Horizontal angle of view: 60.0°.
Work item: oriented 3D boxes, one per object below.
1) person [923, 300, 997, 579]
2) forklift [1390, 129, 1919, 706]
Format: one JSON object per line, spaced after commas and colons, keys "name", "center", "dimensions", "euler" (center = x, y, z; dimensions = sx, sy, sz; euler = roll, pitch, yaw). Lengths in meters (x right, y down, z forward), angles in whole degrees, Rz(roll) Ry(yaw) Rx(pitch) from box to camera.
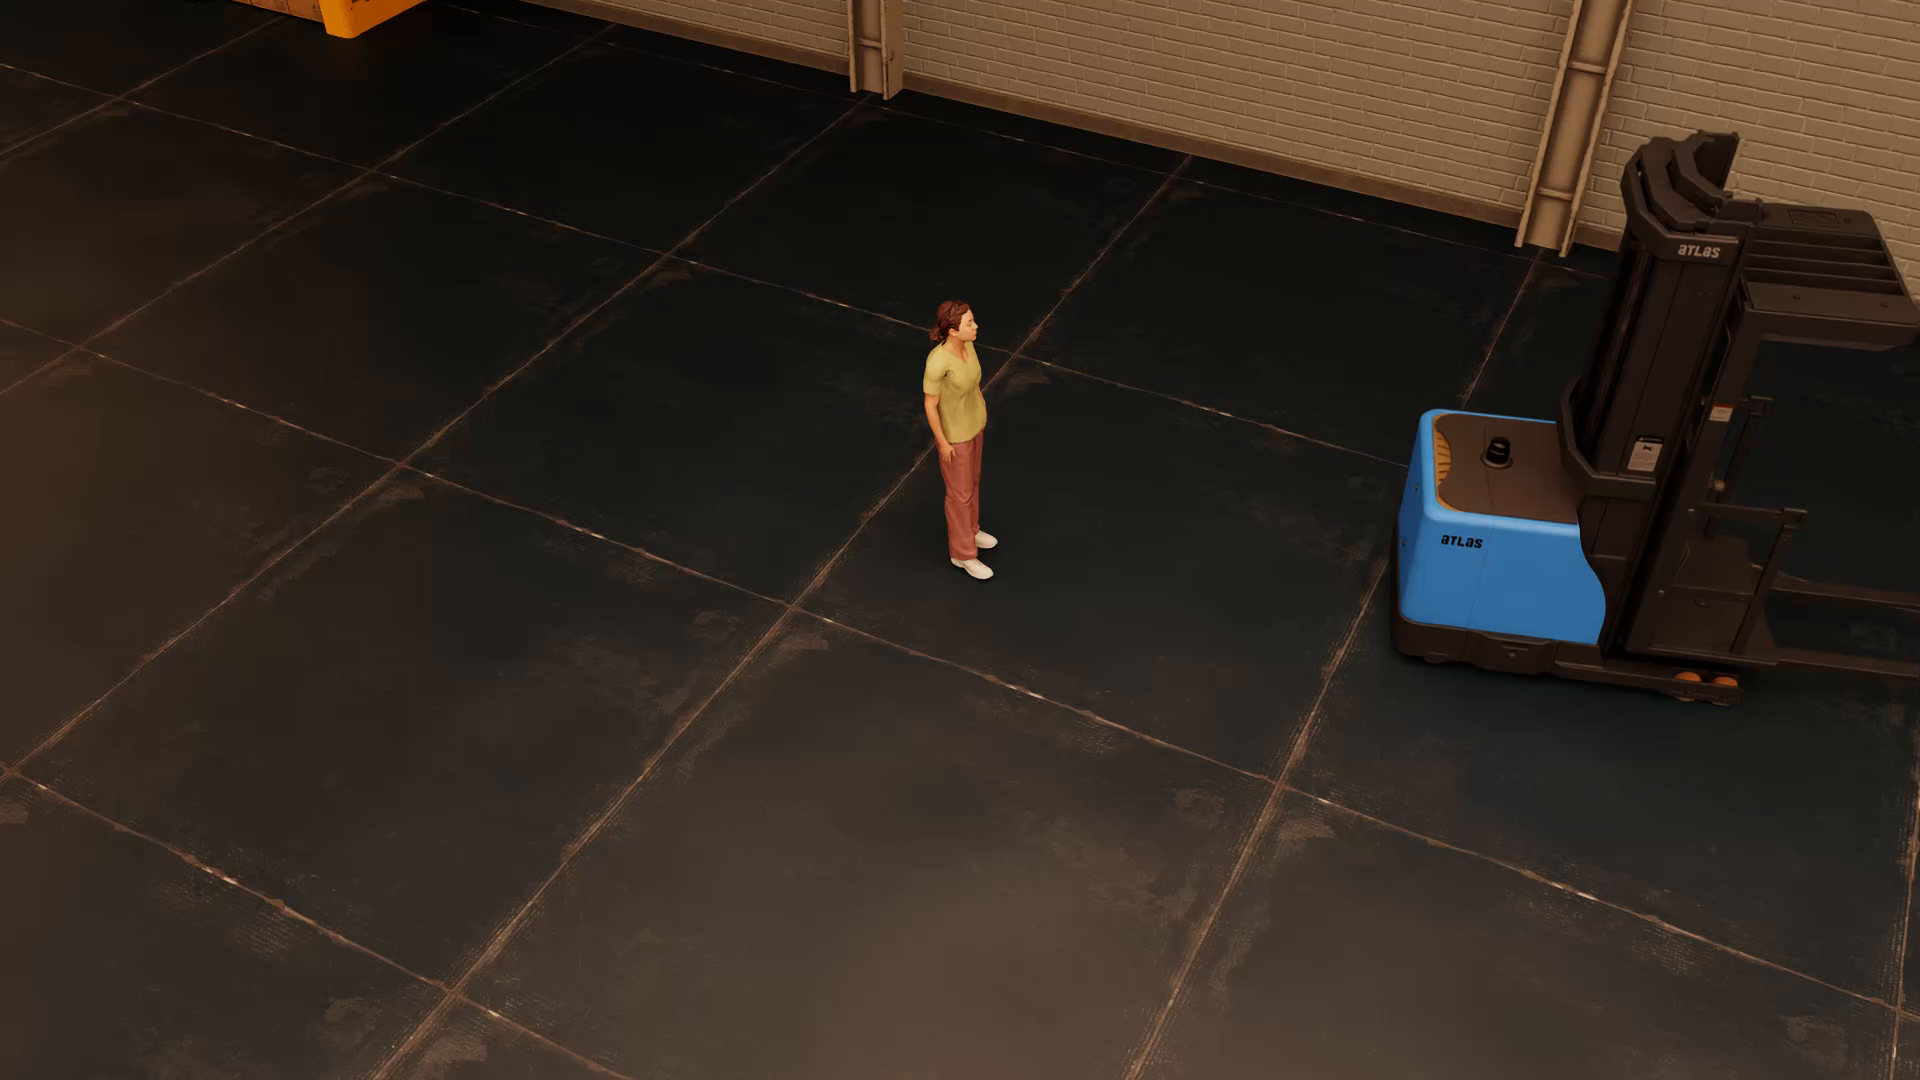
{"name": "person", "center": [0.060, -0.618, 9.683], "dimensions": [0.549, 1.675, 0.553], "euler": [18, 43, 21]}
{"name": "forklift", "center": [4.021, -0.579, 8.674], "dimensions": [3.031, 2.935, 1.130], "euler": [7, 41, 8]}
